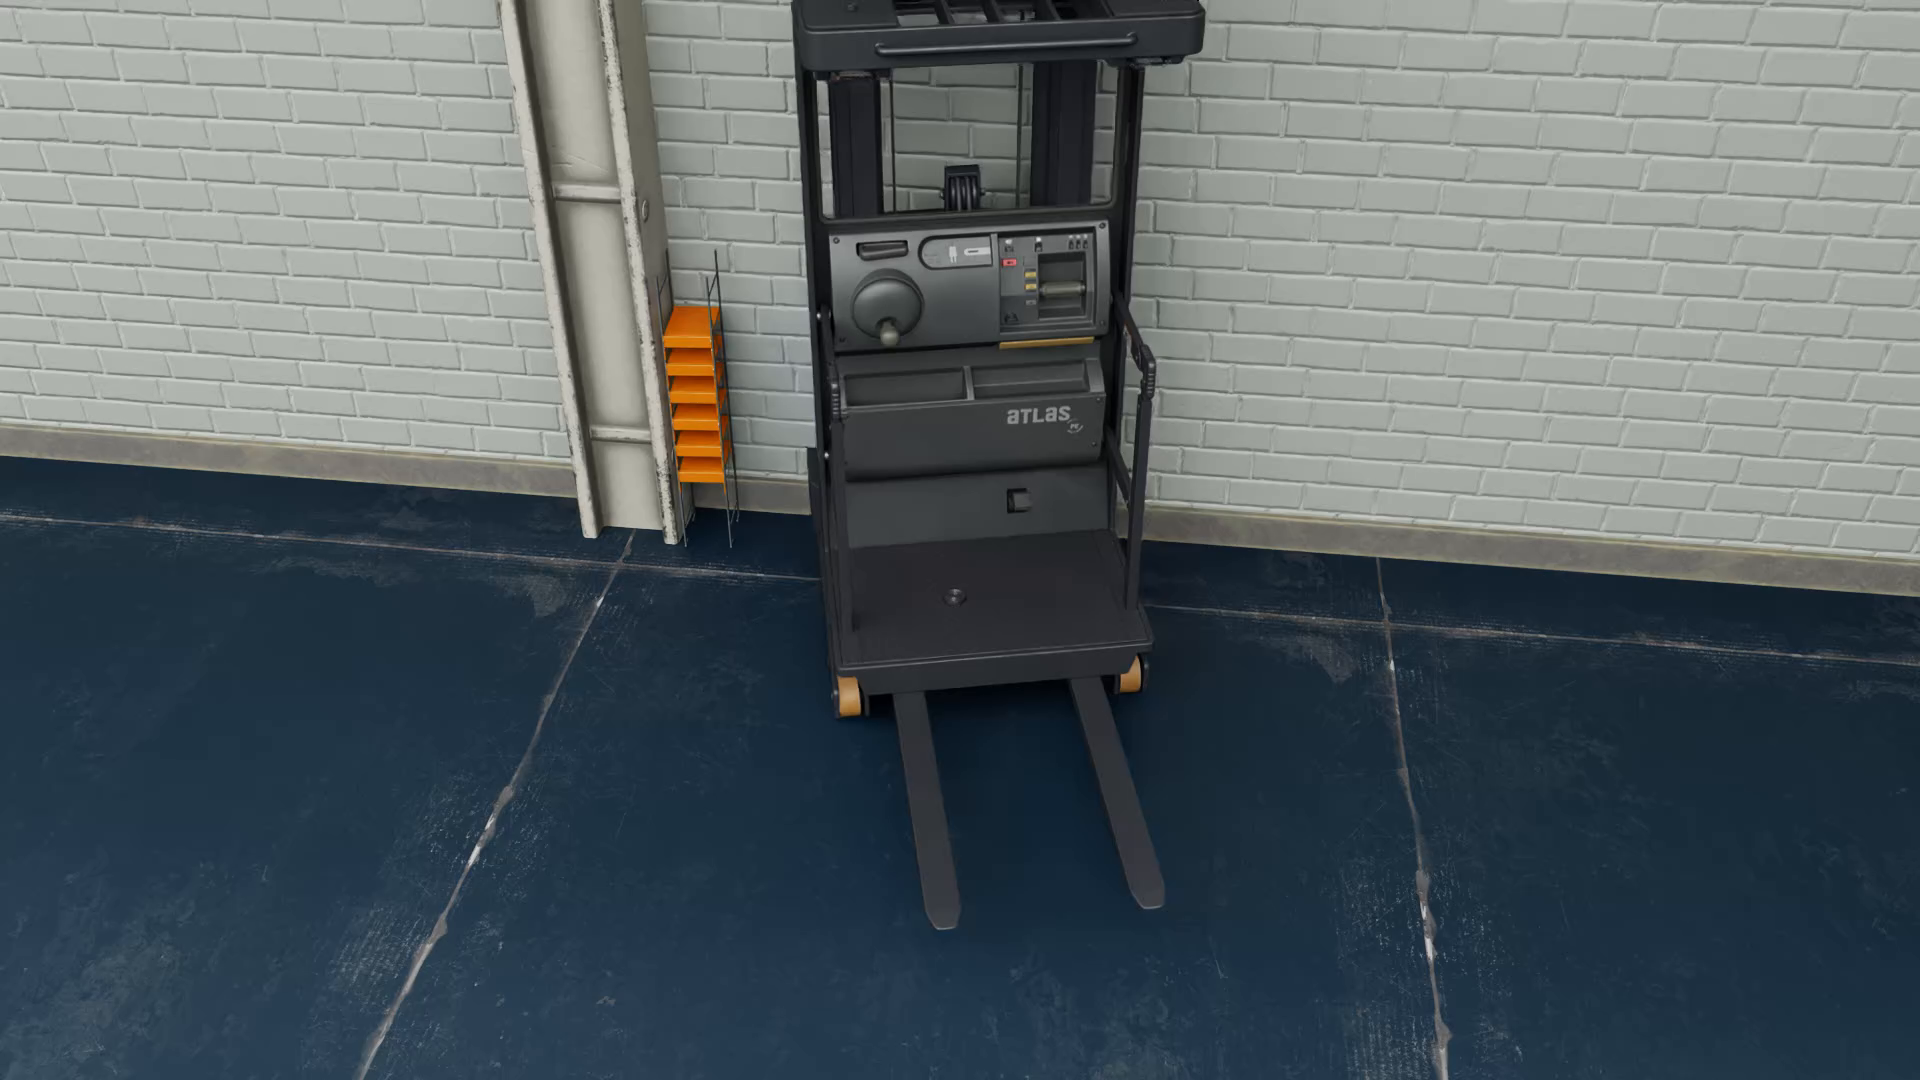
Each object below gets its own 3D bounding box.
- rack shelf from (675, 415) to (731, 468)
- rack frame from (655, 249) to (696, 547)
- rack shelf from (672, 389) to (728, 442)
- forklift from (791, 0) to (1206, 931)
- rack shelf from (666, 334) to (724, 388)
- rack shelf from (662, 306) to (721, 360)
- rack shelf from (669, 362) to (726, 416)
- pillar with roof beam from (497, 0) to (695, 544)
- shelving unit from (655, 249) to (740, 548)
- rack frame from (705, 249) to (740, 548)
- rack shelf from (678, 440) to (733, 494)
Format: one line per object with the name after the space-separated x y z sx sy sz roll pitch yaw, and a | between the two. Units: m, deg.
-1.009 -0.394 6.551 0.180 0.103 0.258 1 36 1 | rack shelf
-1.100 -0.529 6.457 0.006 1.200 0.240 1 36 1 | rack frame
-1.009 -0.492 6.482 0.180 0.103 0.258 1 36 1 | rack shelf
0.067 -0.785 5.327 1.130 2.935 3.031 -4 36 -6 | forklift
-1.008 -0.687 6.342 0.180 0.103 0.258 1 36 1 | rack shelf
-1.007 -0.785 6.272 0.180 0.103 0.258 1 36 1 | rack shelf
-1.008 -0.589 6.412 0.180 0.103 0.258 1 36 1 | rack shelf
-1.866 -1.268 0.781 0.400 9.000 9.100 4 36 6 | pillar with roof beam
-1.008 -0.528 6.456 0.189 1.200 0.258 1 36 1 | shelving unit
-0.917 -0.526 6.454 0.006 1.200 0.240 1 36 1 | rack frame
-1.010 -0.296 6.621 0.180 0.103 0.258 1 36 1 | rack shelf
